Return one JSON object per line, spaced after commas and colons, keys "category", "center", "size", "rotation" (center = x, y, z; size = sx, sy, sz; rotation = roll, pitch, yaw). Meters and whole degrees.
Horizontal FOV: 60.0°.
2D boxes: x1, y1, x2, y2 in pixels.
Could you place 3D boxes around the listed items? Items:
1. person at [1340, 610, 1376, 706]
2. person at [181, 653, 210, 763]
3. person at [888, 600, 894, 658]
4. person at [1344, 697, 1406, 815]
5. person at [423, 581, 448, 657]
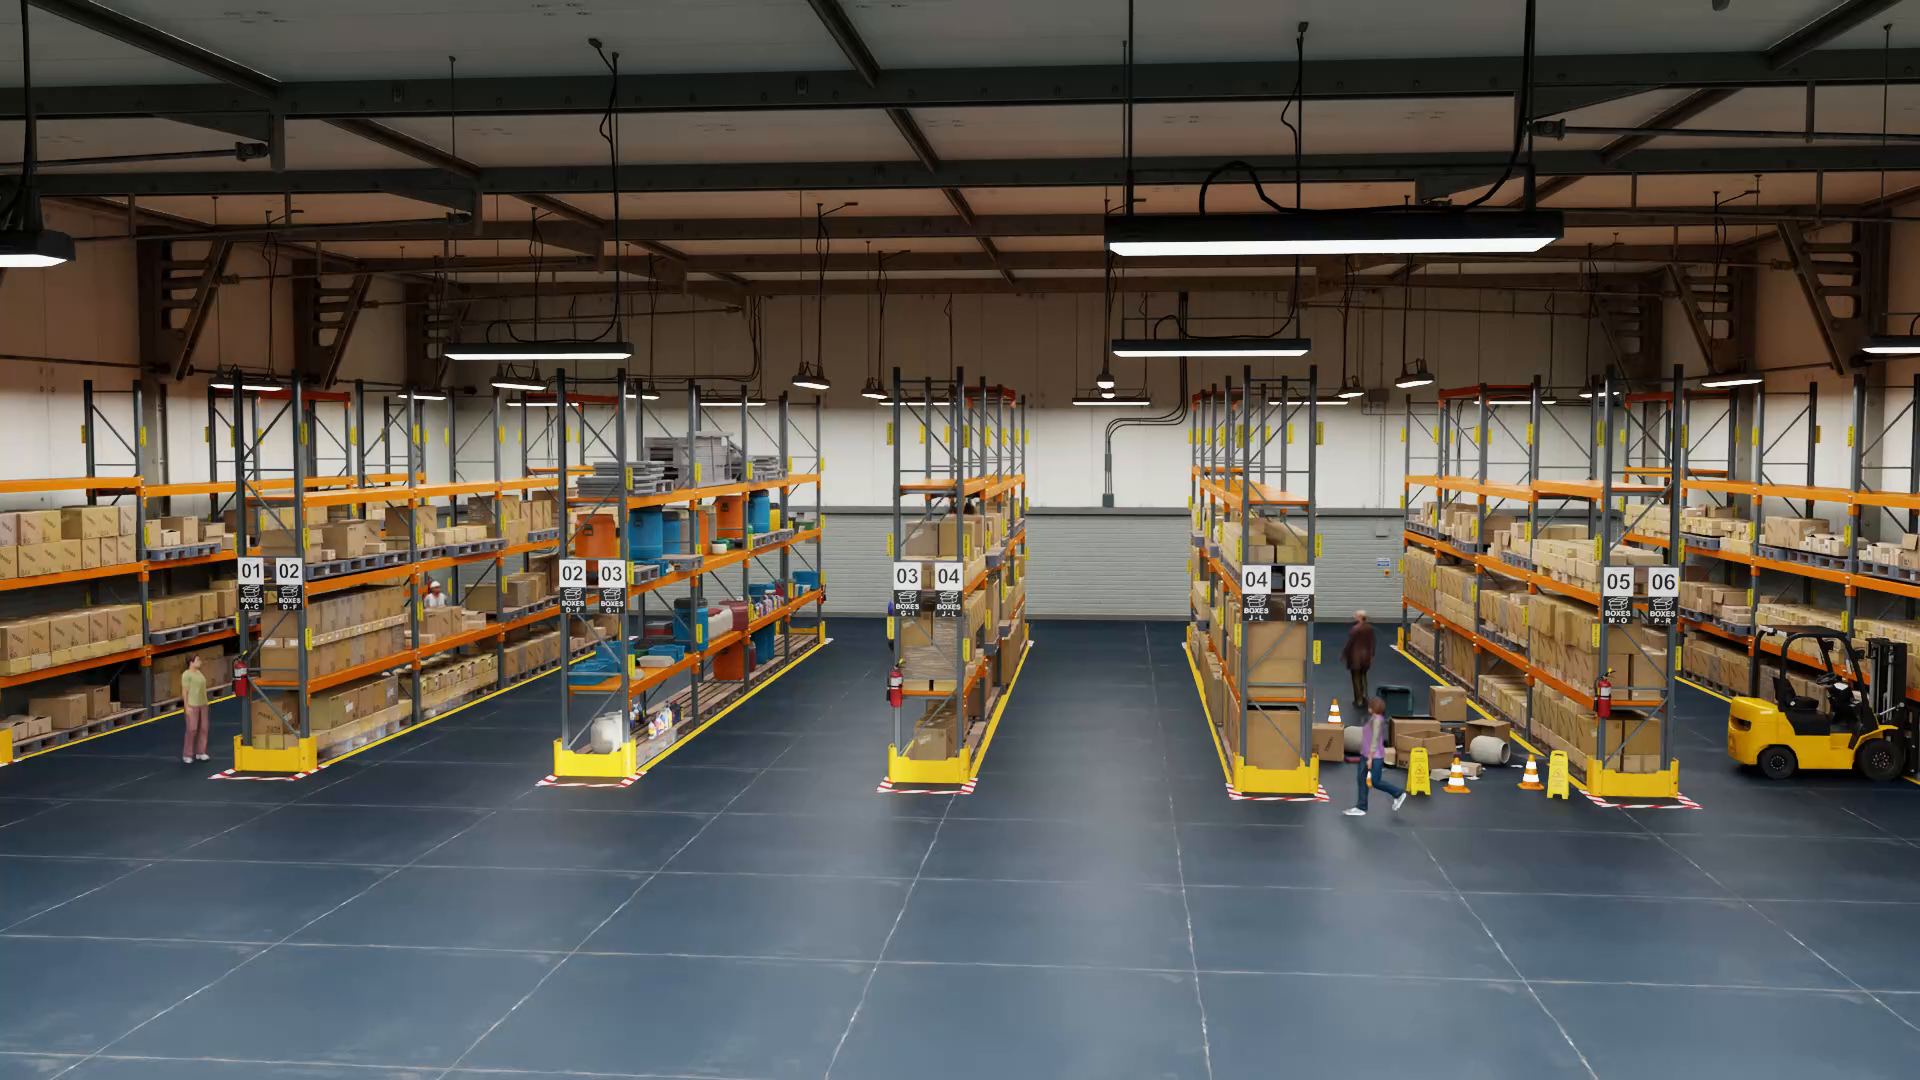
{"category": "person", "center": [7.396, 2.207, 30.820], "size": [0.649, 1.806, 0.580], "rotation": [0, 4, -2]}
{"category": "person", "center": [-11.832, 2.609, 25.767], "size": [0.398, 1.737, 0.520], "rotation": [1, 4, 22]}
{"category": "person", "center": [-1.366, 1.896, 36.760], "size": [0.450, 1.619, 0.665], "rotation": [0, 4, 4]}
{"category": "person", "center": [5.485, 2.898, 21.901], "size": [0.760, 1.476, 0.401], "rotation": [-1, 4, -17]}
{"category": "person", "center": [-11.789, 1.790, 37.282], "size": [0.473, 1.718, 1.061], "rotation": [0, 4, 3]}
